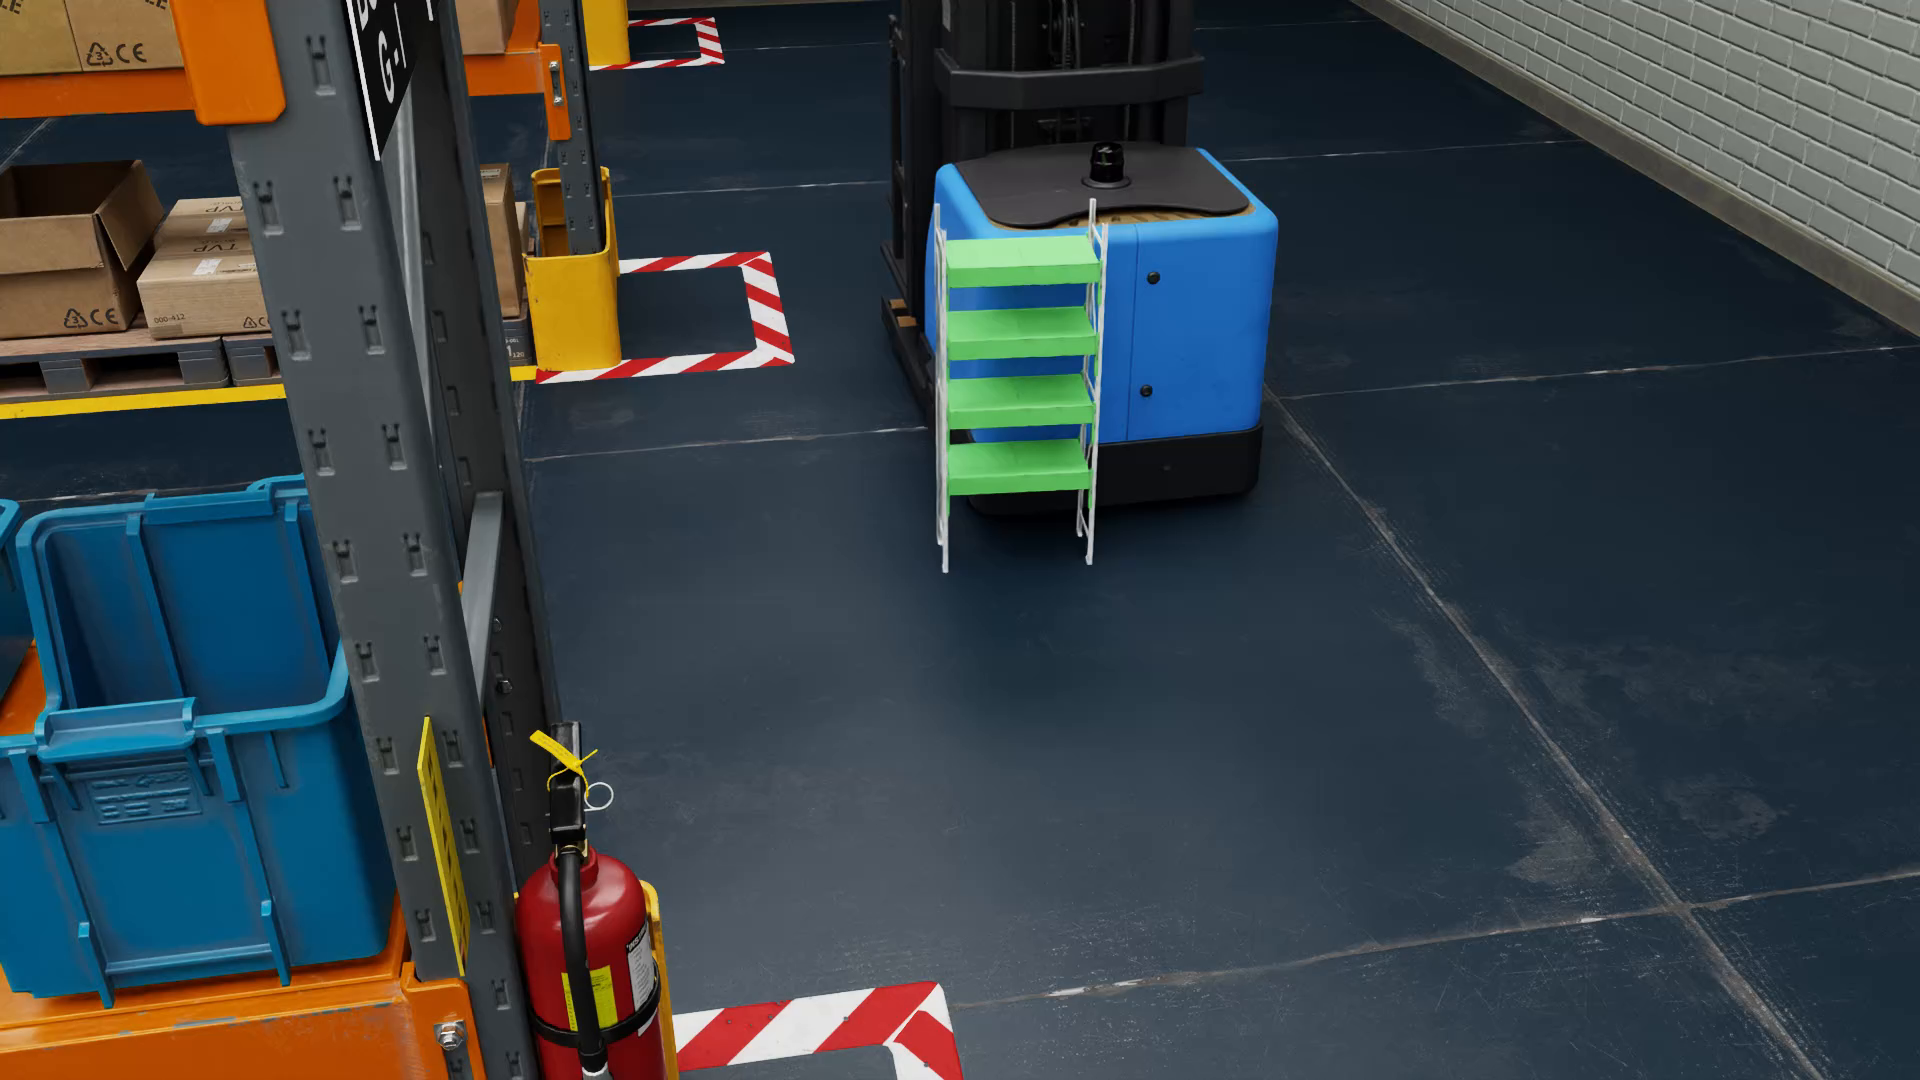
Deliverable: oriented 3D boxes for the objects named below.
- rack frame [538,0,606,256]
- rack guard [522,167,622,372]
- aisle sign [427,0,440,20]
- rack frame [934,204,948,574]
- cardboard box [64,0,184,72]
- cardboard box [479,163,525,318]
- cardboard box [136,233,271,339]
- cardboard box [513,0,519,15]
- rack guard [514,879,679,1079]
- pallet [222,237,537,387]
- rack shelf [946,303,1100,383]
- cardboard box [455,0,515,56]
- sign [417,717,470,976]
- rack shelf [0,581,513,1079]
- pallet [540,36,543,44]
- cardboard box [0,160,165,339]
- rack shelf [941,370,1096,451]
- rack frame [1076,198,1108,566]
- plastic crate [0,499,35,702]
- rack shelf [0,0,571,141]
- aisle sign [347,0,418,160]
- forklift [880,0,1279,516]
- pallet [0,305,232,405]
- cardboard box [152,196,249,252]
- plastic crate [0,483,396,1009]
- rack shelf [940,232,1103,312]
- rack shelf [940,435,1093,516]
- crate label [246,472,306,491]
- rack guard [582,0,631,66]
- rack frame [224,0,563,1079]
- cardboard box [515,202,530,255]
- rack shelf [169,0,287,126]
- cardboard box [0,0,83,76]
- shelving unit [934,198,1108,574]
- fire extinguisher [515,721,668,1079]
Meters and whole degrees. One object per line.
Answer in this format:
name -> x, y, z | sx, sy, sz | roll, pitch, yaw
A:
rack frame -> -1.622, -2.301, 6.704 | 0.127, 3.000, 1.000 | -5, 31, -9
rack guard -> -1.696, -1.216, 7.326 | 0.348, 0.500, 1.175 | -5, 31, -9
aisle sign -> -0.716, -1.106, 2.107 | 0.004, 0.787, 0.394 | -5, 31, -9
rack frame -> -0.060, -0.465, 5.356 | 0.015, 1.200, 0.240 | -3, 31, -5
cardboard box -> -3.015, -2.075, 6.222 | 0.500, 0.500, 0.500 | -5, 31, -9
cardboard box -> -2.112, -1.241, 6.933 | 0.500, 0.500, 0.500 | -5, 31, -9
cardboard box -> -3.052, -1.061, 6.874 | 0.500, 0.250, 0.500 | -5, 31, -9
cardboard box -> -2.106, -2.435, 6.833 | 0.500, 0.500, 0.500 | -5, 31, -8
rack guard -> -0.712, 1.238, 3.151 | 0.348, 0.500, 1.175 | -5, 31, -9
pallet -> -2.480, -1.019, 7.274 | 1.213, 0.211, 1.003 | -5, 31, -9
rack shelf -> 0.183, -0.629, 5.289 | 0.480, 0.148, 0.258 | -3, 31, -5
cardboard box -> -2.013, -2.167, 6.378 | 0.500, 0.500, 0.500 | -4, 31, -7
sign -> -0.618, 0.372, 1.998 | 0.005, 0.325, 0.100 | -5, 31, -9
rack shelf -> -2.700, 0.662, 2.375 | 4.000, 0.370, 1.077 | -5, 31, -9
pallet -> -3.290, -3.456, 11.420 | 1.213, 0.211, 1.003 | -5, 31, -9
cardboard box -> -3.709, -1.223, 6.900 | 0.637, 0.503, 0.797 | -5, 31, -9
rack shelf -> 0.183, -0.423, 5.411 | 0.480, 0.148, 0.258 | -3, 31, -5
rack frame -> 0.426, -0.491, 5.400 | 0.015, 1.200, 0.240 | -3, 31, -5
plastic crate -> -1.683, 0.134, 2.669 | 0.300, 0.233, 0.416 | -5, 31, -9
rack shelf -> -3.589, -1.808, 6.576 | 4.000, 0.370, 1.077 | -5, 31, -9
aisle sign -> -0.610, -0.812, 1.607 | 0.004, 0.787, 0.394 | -5, 31, -9
forklift -> 0.275, -2.079, 6.394 | 1.130, 2.935, 3.031 | -6, 31, -10
pallet -> -3.678, -0.909, 7.088 | 1.213, 0.211, 1.003 | -5, 31, -9
cardboard box -> -3.191, -1.306, 7.290 | 0.500, 0.250, 0.500 | -5, 31, -9
plastic crate -> -1.029, 0.252, 2.269 | 0.499, 0.435, 0.616 | -5, 31, -9
rack shelf -> 0.183, -0.836, 5.166 | 0.480, 0.148, 0.258 | -3, 31, -5
rack shelf -> 0.183, -0.216, 5.533 | 0.480, 0.148, 0.258 | -3, 31, -5
crate label -> -1.035, 0.074, 2.771 | 0.303, 0.233, 0.416 | -5, 31, -9
rack guard -> -2.494, -3.695, 11.541 | 0.348, 0.500, 1.175 | -5, 31, -9
rack frame -> -0.733, 0.171, 2.500 | 0.053, 2.616, 0.949 | -5, 31, -9
cardboard box -> -2.095, -1.395, 7.541 | 0.250, 0.149, 0.380 | -5, 31, -9
rack shelf -> -2.700, -0.631, 1.615 | 4.000, 0.370, 1.077 | -5, 31, -9
cardboard box -> -3.510, -2.030, 6.144 | 0.500, 0.500, 0.500 | -6, 31, -10
shelving unit -> 0.183, -0.478, 5.378 | 0.503, 1.200, 0.258 | -3, 31, -5
fire extinguisher -> -0.503, 0.576, 2.255 | 0.183, 0.674, 0.296 | -5, 31, -9
